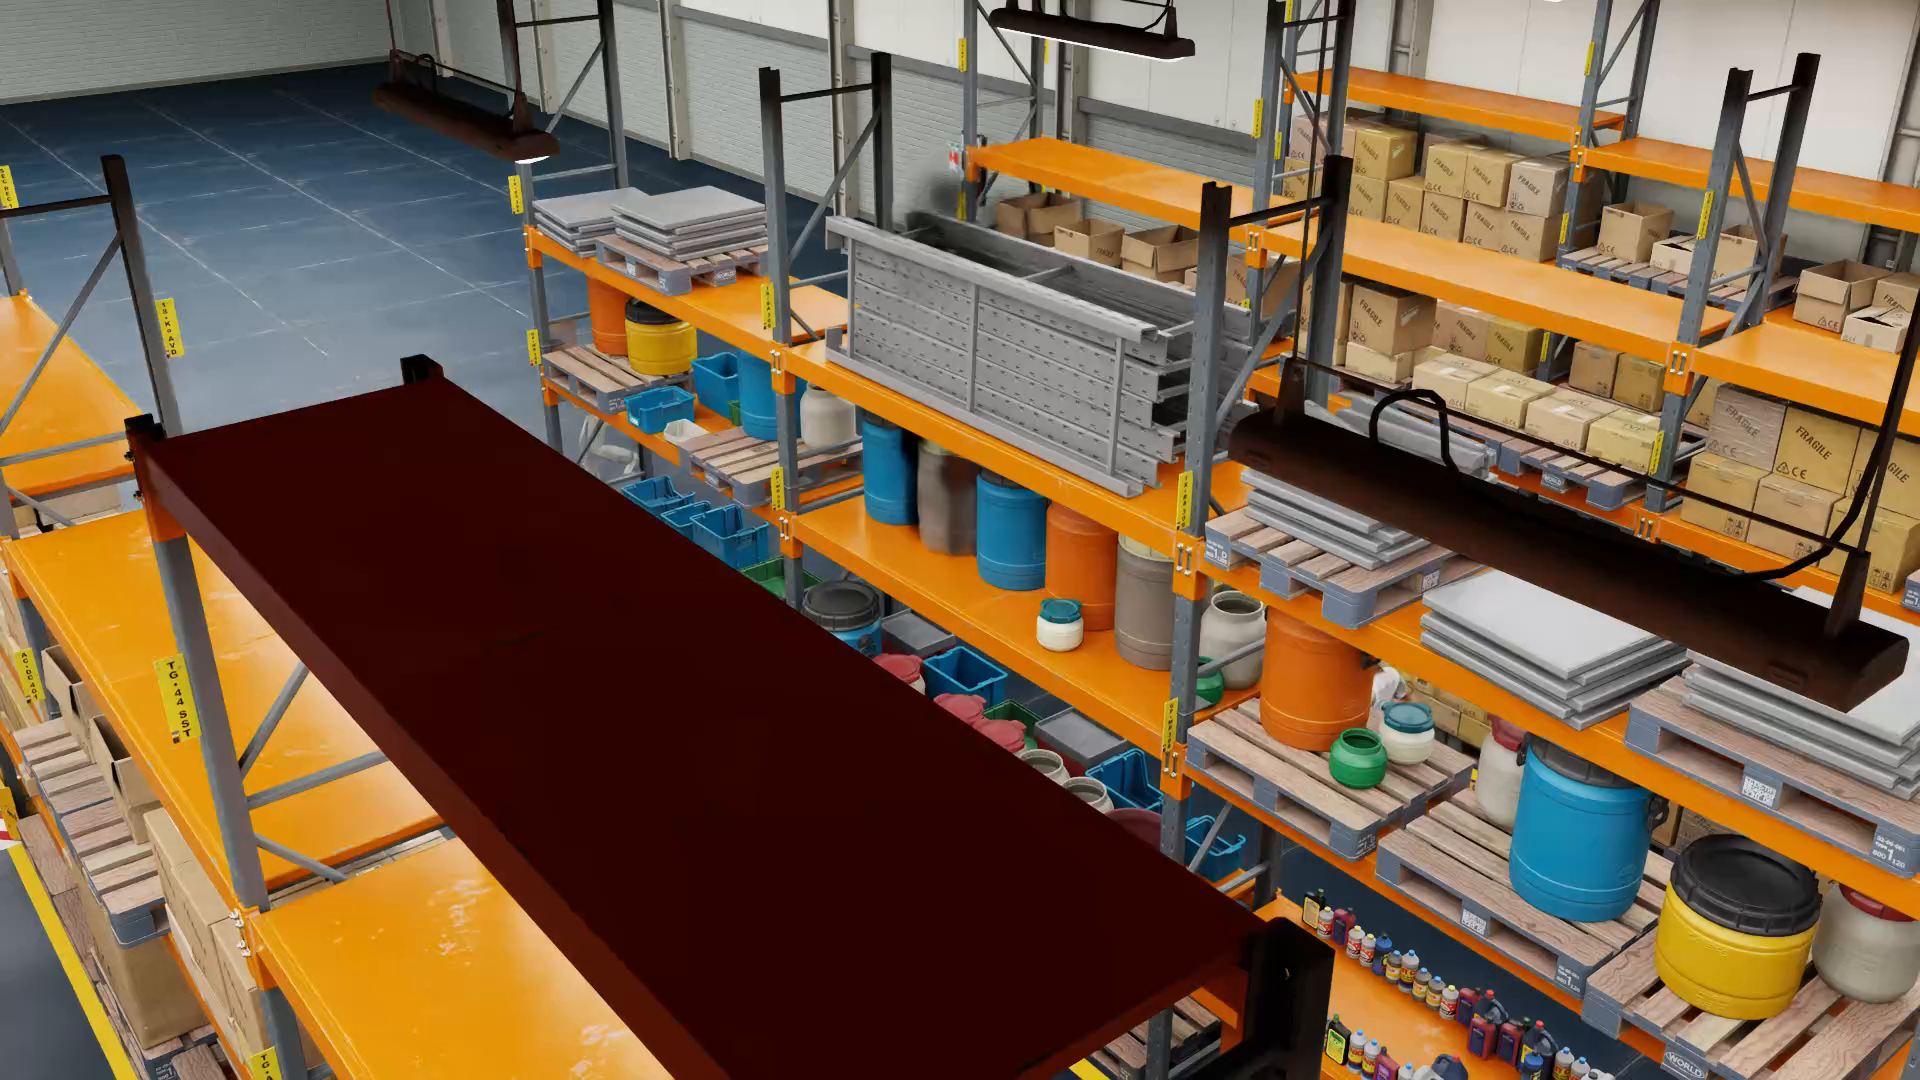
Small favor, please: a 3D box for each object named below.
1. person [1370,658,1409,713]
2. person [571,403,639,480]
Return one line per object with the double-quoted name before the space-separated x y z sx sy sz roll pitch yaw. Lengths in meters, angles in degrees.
"person" 3.023 1.499 12.501 0.711 1.759 0.663 21 33 36
"person" -4.175 -1.446 19.372 0.793 1.634 0.575 -4 26 -8
